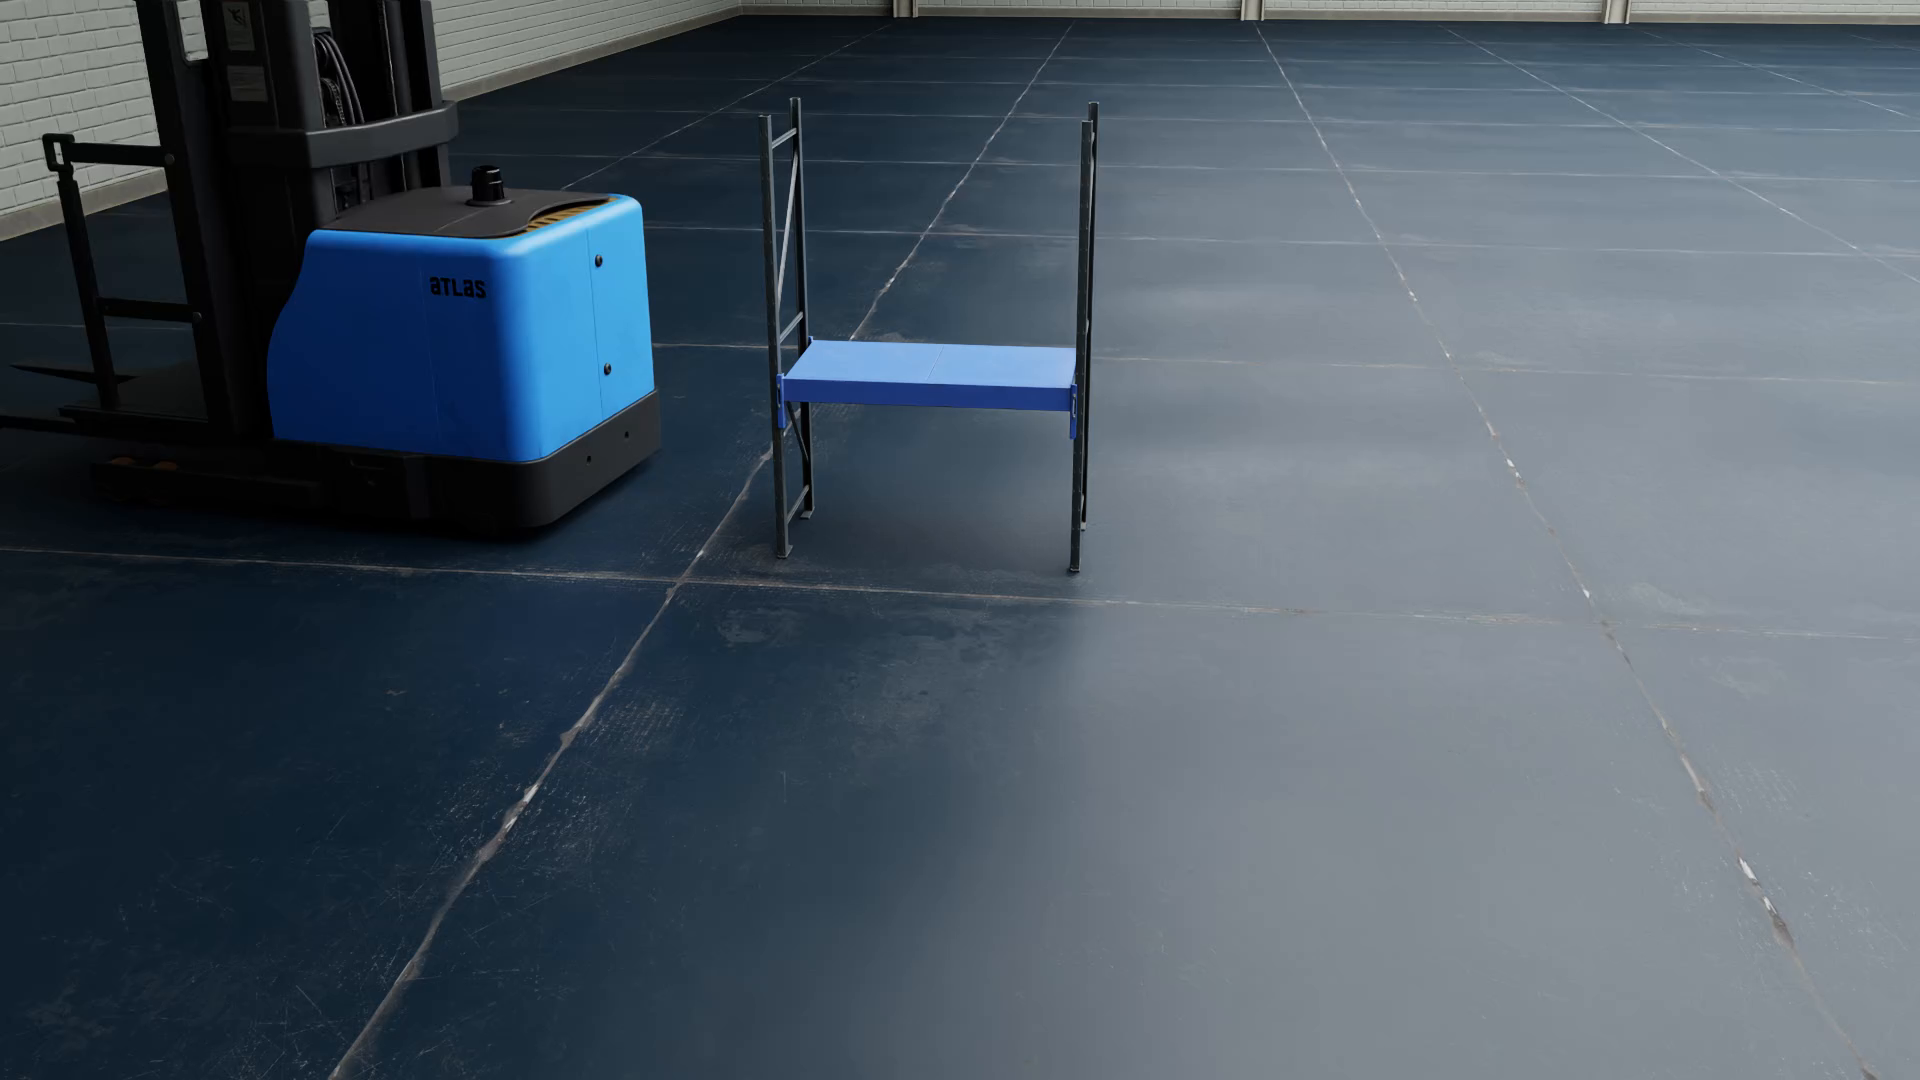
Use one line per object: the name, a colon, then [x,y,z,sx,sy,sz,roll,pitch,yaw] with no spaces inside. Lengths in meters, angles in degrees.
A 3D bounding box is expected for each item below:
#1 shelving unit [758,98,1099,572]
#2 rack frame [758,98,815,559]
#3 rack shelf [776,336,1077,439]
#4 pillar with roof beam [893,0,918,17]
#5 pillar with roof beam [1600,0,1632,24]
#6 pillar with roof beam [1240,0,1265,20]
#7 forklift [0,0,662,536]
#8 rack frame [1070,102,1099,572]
shelving unit: [-0.085,-0.701,5.673,1.048,1.500,0.538,2,22,6]
rack frame: [-0.590,-0.723,5.729,0.032,1.500,0.500,2,22,6]
rack shelf: [-0.085,-0.534,5.740,1.000,0.185,0.538,2,22,6]
pillar with roof beam: [-1.459,-11.799,23.545,0.400,9.000,9.100,2,22,6]
pillar with roof beam: [10.457,-11.280,22.232,0.400,9.000,9.100,2,22,6]
pillar with roof beam: [4.499,-11.539,22.888,0.400,9.000,9.100,2,22,6]
forklift: [-2.776,-1.668,6.173,3.031,2.935,1.130,6,22,15]
rack frame: [0.420,-0.679,5.618,0.032,1.500,0.500,2,22,6]
